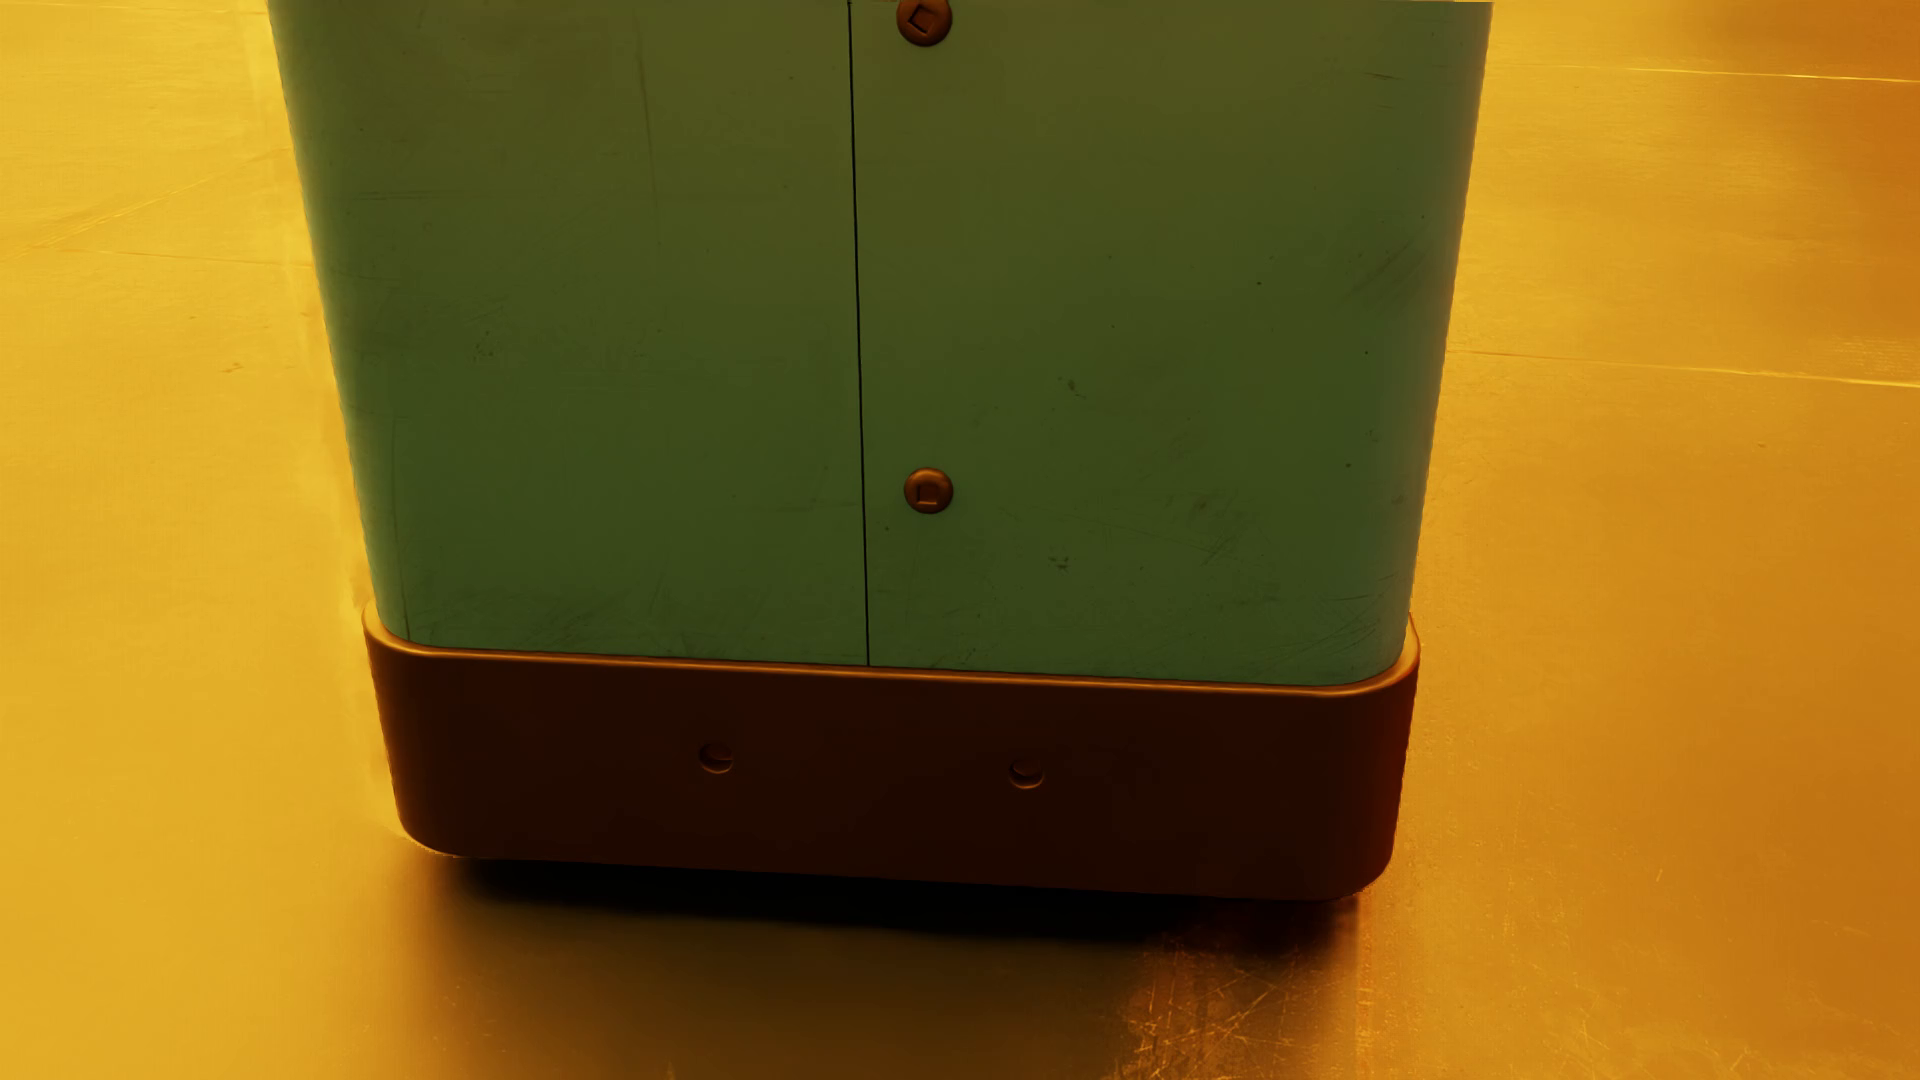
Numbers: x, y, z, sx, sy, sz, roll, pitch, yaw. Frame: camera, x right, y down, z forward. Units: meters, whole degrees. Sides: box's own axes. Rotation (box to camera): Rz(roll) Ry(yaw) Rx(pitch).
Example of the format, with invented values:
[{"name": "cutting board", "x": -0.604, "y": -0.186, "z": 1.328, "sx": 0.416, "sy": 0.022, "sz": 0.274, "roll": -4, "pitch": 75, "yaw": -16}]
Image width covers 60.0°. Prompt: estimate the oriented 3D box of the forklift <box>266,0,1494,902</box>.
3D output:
[{"name": "forklift", "x": 0.042, "y": -1.584, "z": 2.386, "sx": 1.130, "sy": 2.935, "sz": 3.031, "roll": 2, "pitch": 27, "yaw": 4}]
